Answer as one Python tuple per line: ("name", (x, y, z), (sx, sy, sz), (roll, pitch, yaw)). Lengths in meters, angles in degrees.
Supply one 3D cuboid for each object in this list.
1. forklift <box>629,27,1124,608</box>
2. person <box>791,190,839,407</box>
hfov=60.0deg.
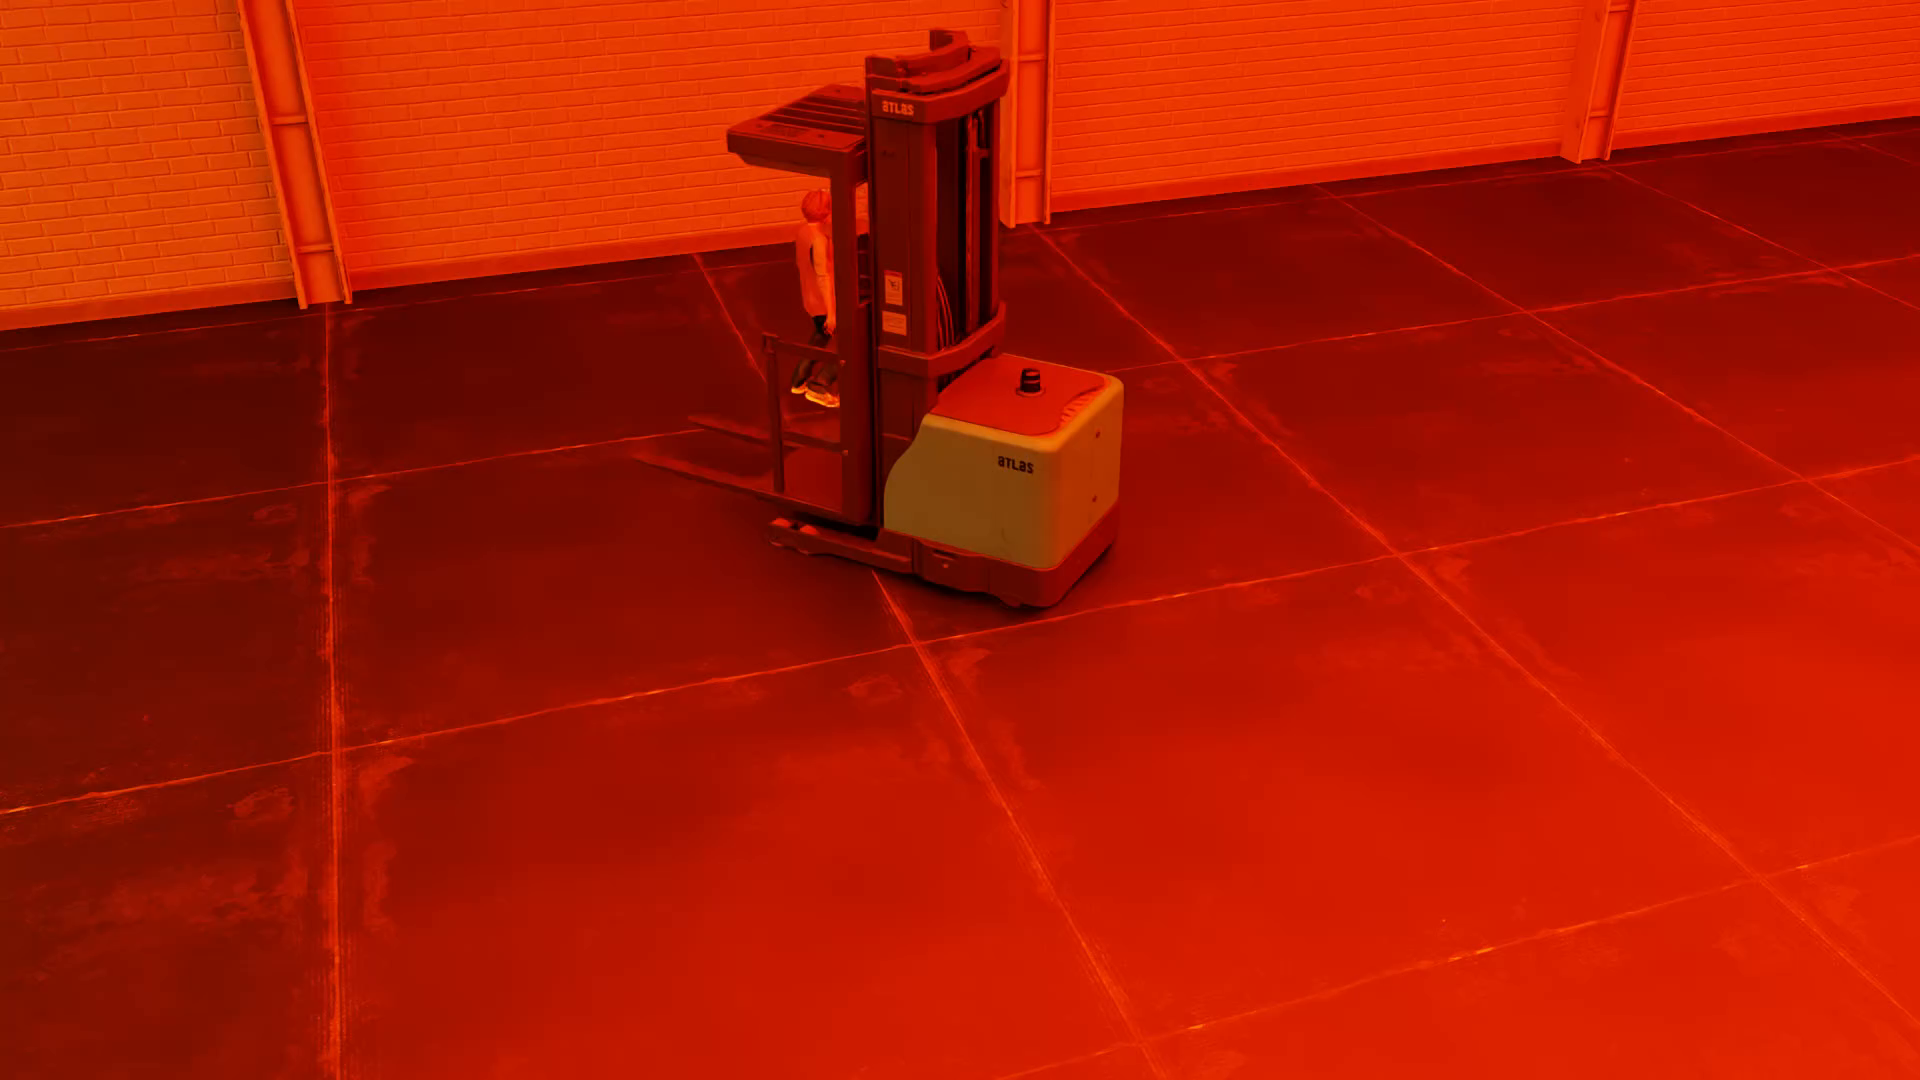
("forklift", (-0.597, -1.400, 9.521), (3.031, 2.935, 1.130), (15, 33, 24))
("person", (-0.923, -1.628, 11.361), (0.447, 1.506, 0.764), (-11, 32, -18))
